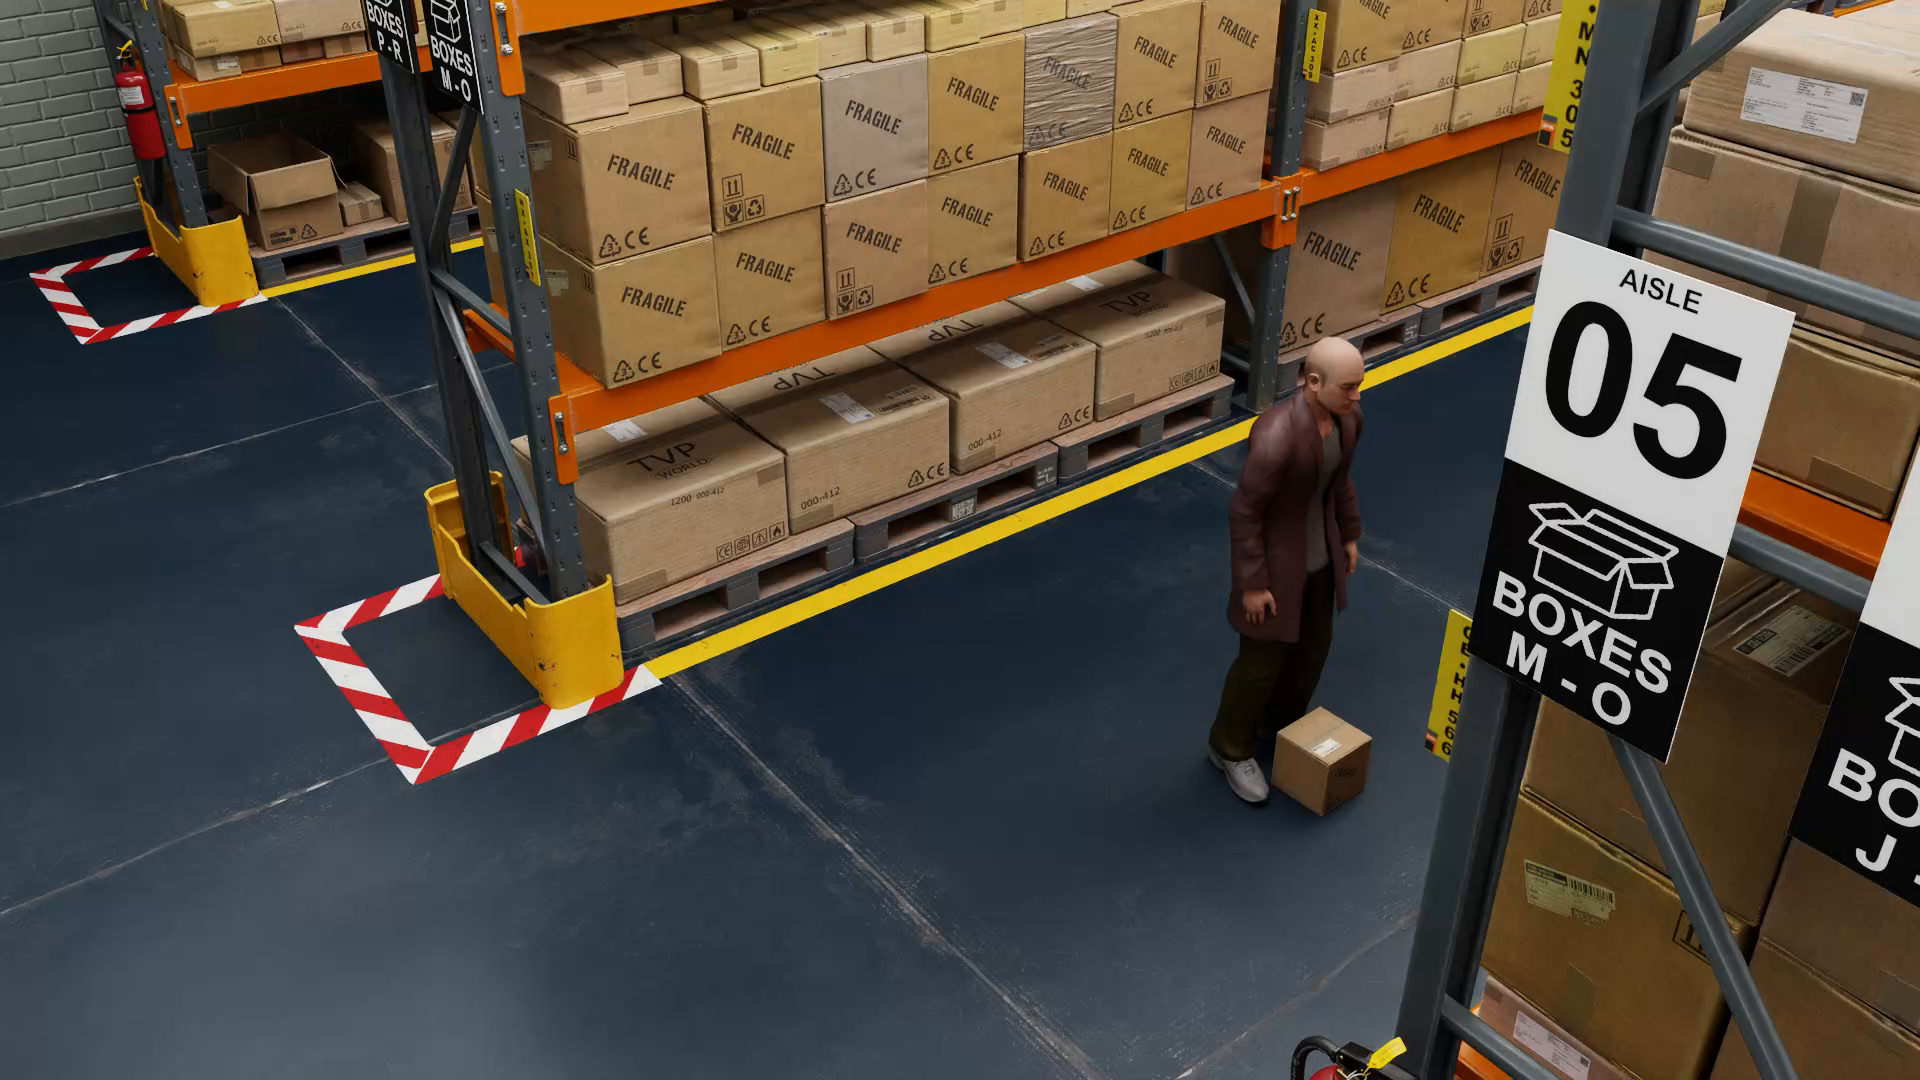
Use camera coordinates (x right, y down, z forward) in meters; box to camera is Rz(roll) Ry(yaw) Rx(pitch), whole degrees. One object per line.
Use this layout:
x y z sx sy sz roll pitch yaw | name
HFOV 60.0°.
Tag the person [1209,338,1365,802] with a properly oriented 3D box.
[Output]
1.210 0.077 6.025 0.656 1.774 0.417 -24 39 -33 | person
